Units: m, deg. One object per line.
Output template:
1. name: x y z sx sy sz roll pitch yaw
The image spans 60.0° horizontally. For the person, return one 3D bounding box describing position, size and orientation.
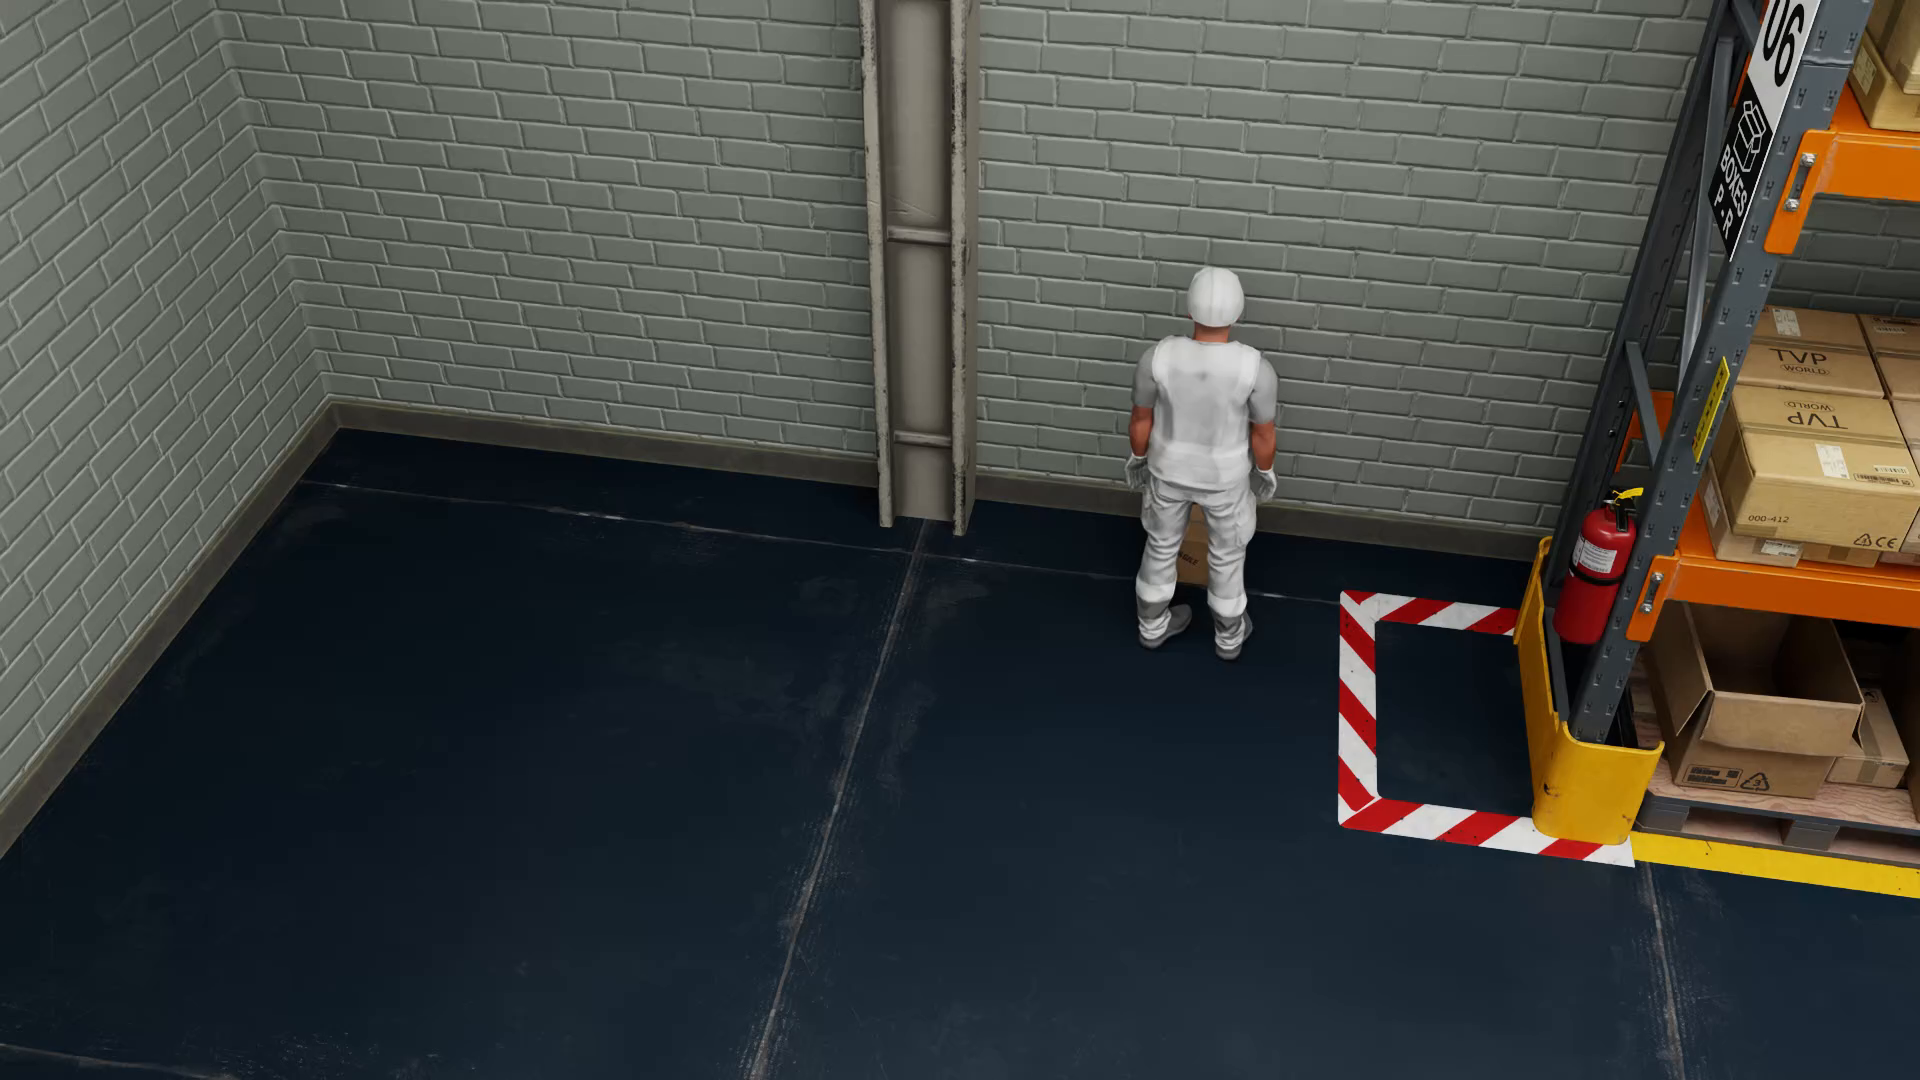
1. person: 0.937 -0.269 6.466 0.587 1.749 0.382 12 42 13
